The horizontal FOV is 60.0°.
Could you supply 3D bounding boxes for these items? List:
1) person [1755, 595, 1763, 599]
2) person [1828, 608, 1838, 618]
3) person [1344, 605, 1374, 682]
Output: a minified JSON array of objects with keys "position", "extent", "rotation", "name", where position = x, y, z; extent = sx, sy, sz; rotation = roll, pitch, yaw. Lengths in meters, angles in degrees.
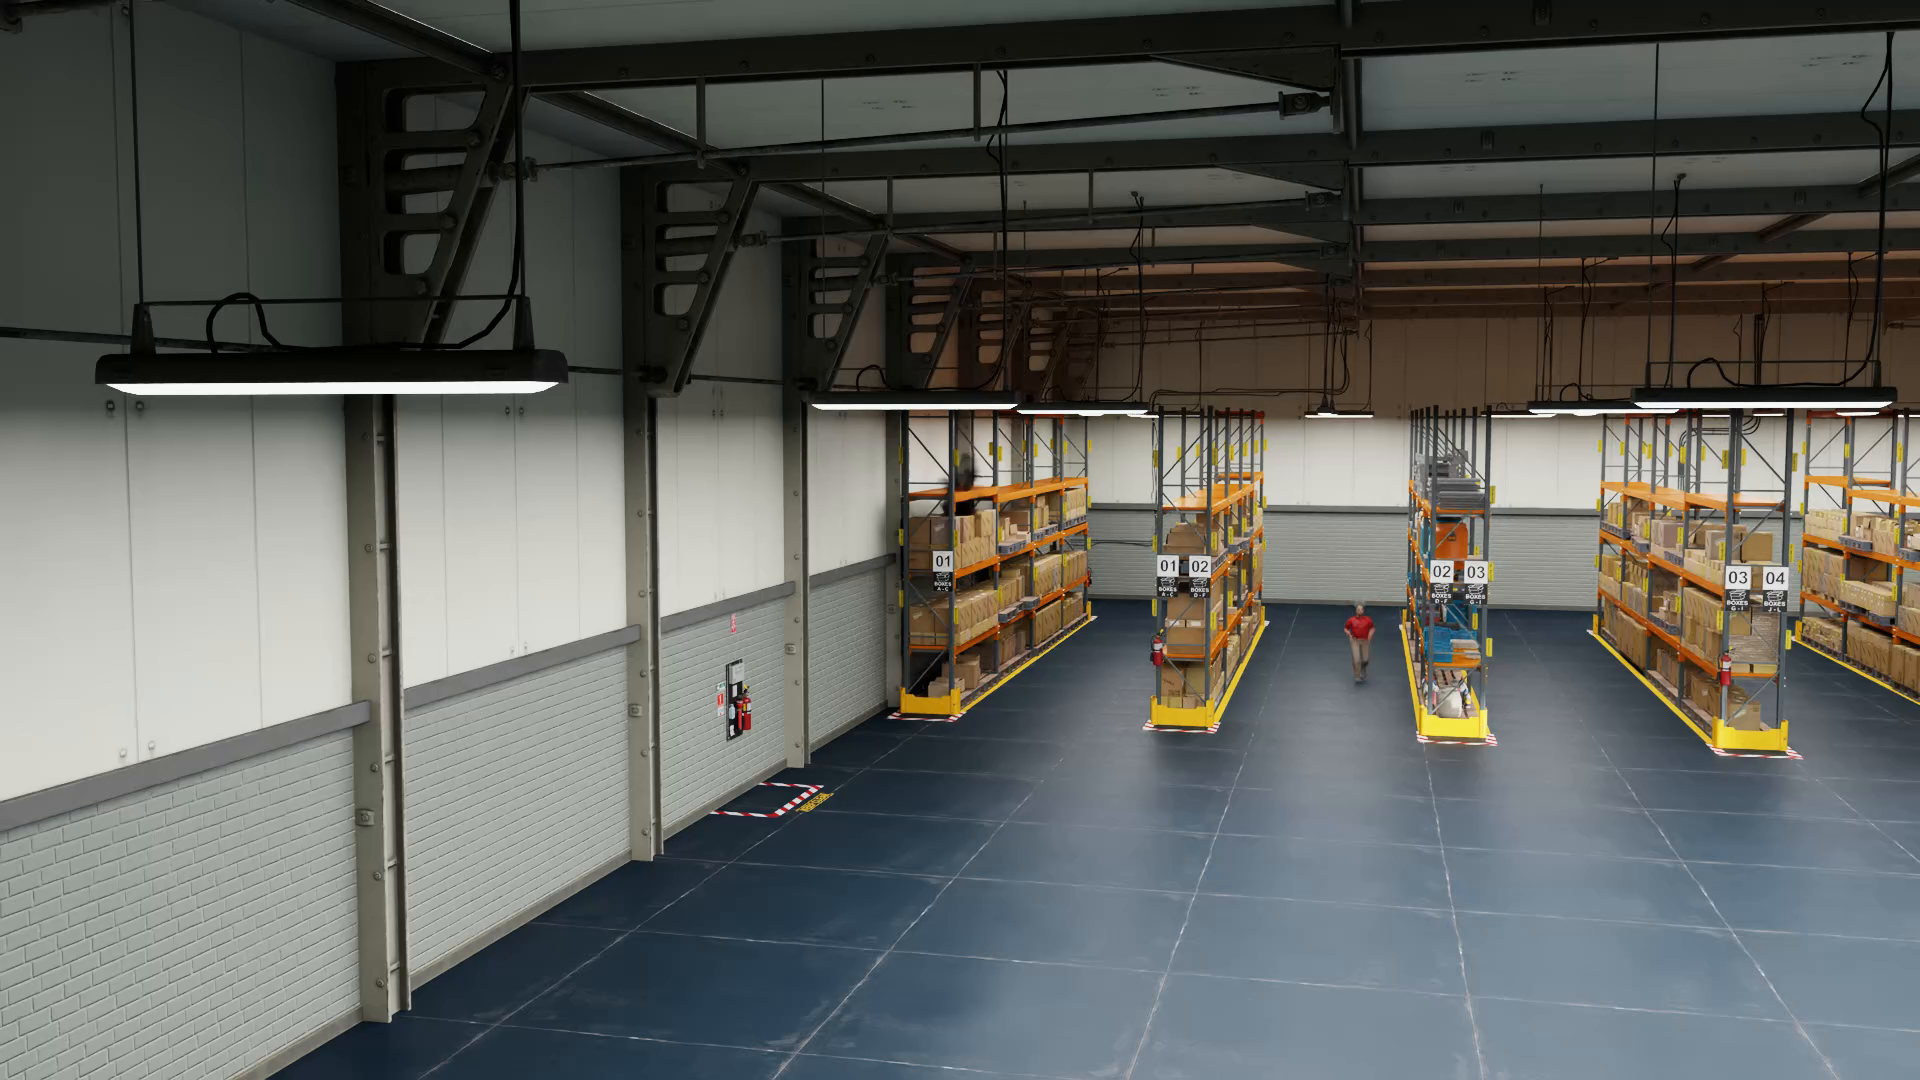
[{"position":[20.233,1.841,41.843],"extent":[0.683,1.858,0.729],"rotation":[1,4,20],"name":"person"},{"position":[23.514,1.713,44.695],"extent":[0.877,1.605,0.538],"rotation":[-1,4,-14],"name":"person"},{"position":[8.760,2.268,36.449],"extent":[0.659,1.674,0.600],"rotation":[1,4,7],"name":"person"}]
